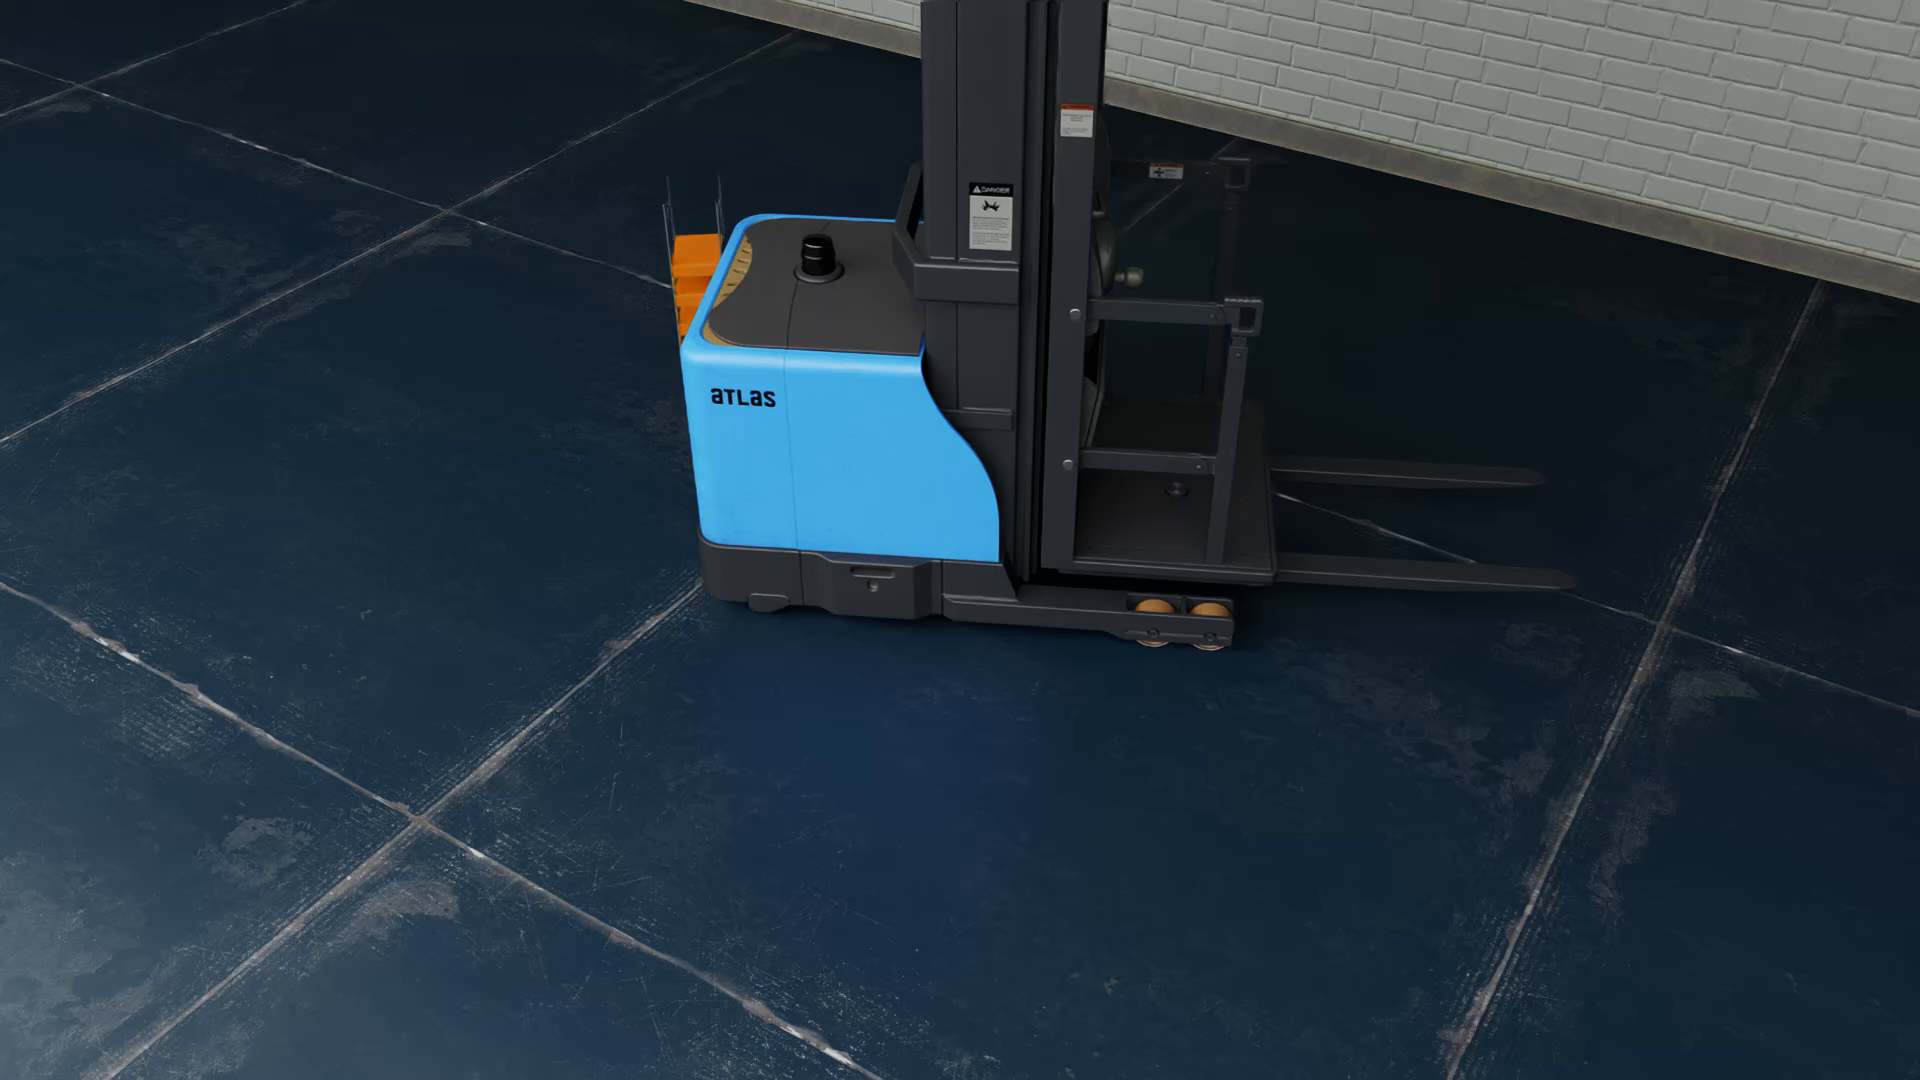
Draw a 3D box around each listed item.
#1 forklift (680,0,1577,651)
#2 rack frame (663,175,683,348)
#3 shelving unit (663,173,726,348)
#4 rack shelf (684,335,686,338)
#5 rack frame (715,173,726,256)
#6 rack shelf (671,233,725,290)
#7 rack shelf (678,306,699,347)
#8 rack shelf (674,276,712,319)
[{"bbox_3d":[0.635,-1.121,5.304,3.031,2.935,1.130,4,38,5],"label":"forklift"},{"bbox_3d":[-1.044,-0.766,6.259,0.006,1.200,0.240,-3,37,-4],"label":"rack frame"},{"bbox_3d":[-0.953,-0.770,6.265,0.189,1.200,0.258,-3,37,-4],"label":"shelving unit"},{"bbox_3d":[-0.953,-0.735,6.292,0.180,0.103,0.258,-3,37,-4],"label":"rack shelf"},{"bbox_3d":[-0.862,-0.774,6.271,0.006,1.200,0.240,-3,37,-4],"label":"rack frame"},{"bbox_3d":[-0.953,-1.021,6.073,0.180,0.103,0.258,-3,37,-4],"label":"rack shelf"},{"bbox_3d":[-0.953,-0.830,6.219,0.180,0.103,0.258,-3,37,-4],"label":"rack shelf"},{"bbox_3d":[-0.953,-0.925,6.146,0.180,0.103,0.258,-3,37,-4],"label":"rack shelf"}]
